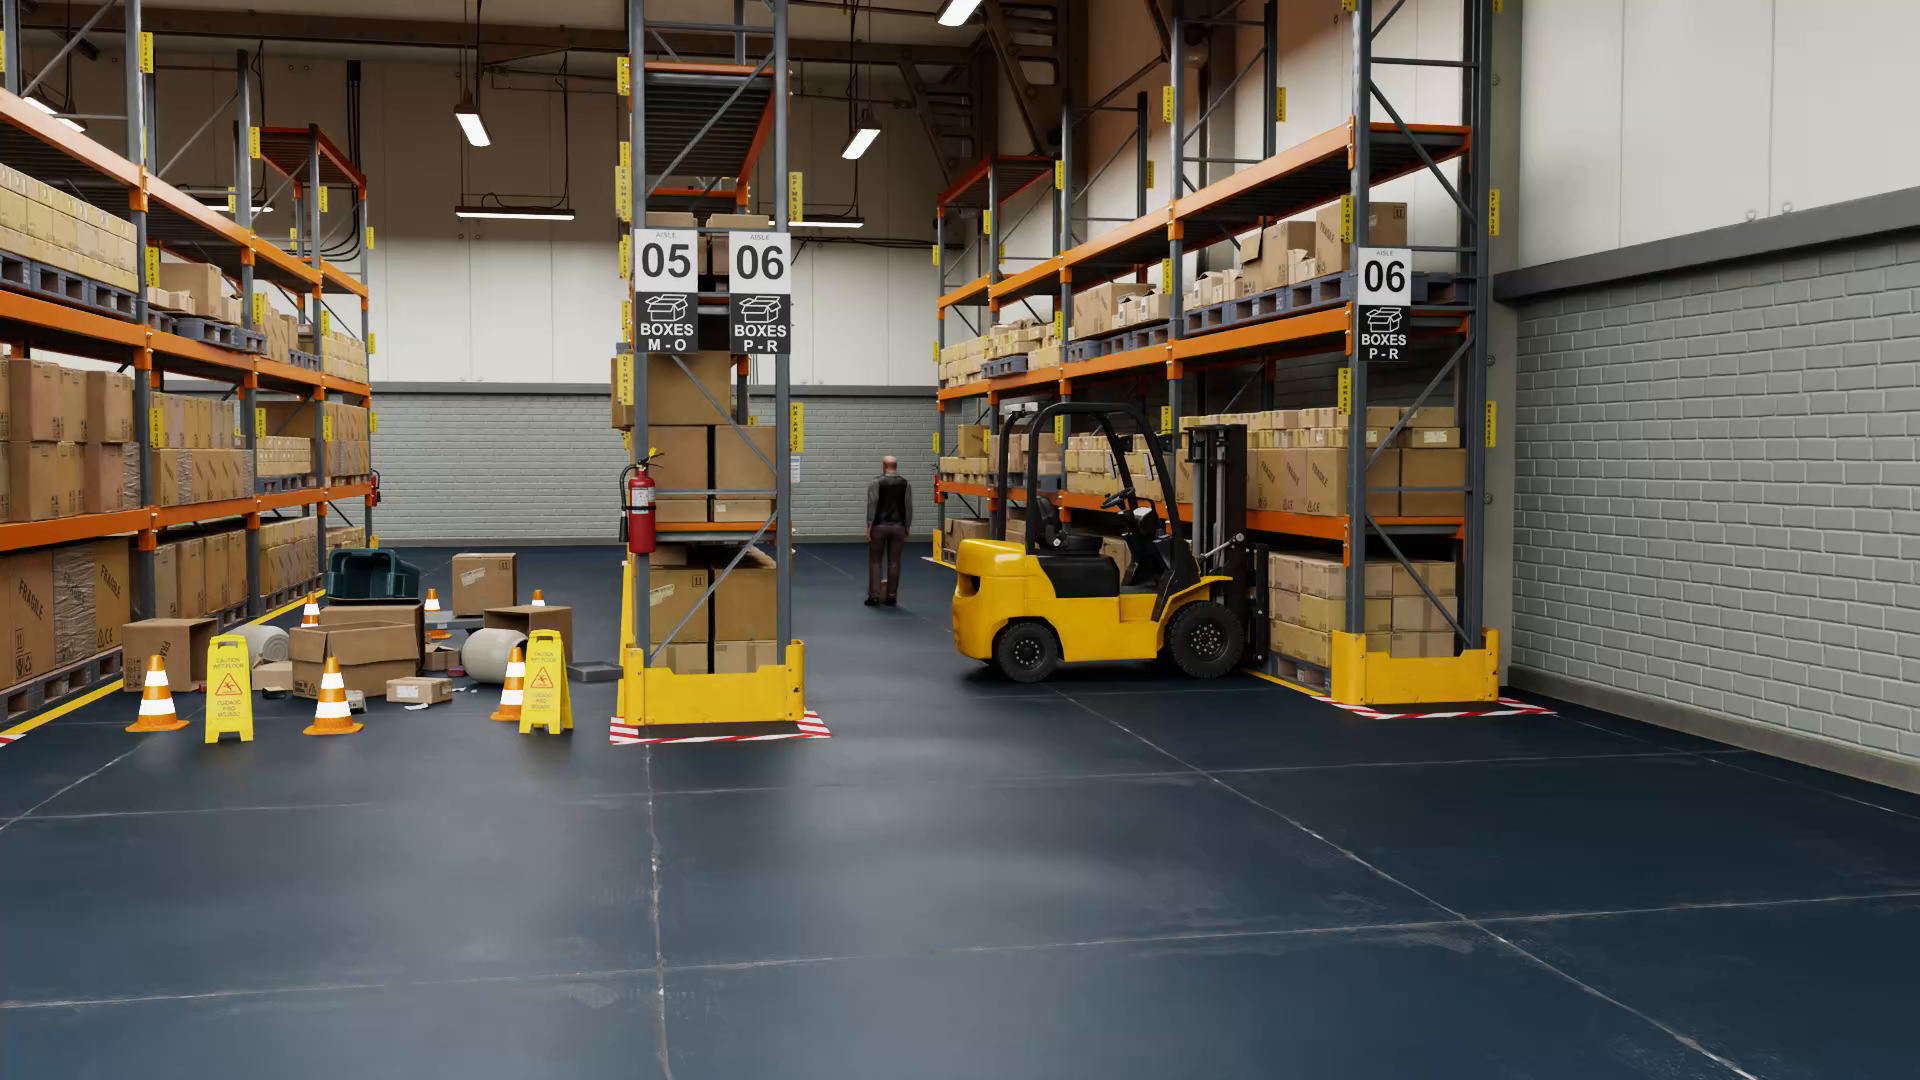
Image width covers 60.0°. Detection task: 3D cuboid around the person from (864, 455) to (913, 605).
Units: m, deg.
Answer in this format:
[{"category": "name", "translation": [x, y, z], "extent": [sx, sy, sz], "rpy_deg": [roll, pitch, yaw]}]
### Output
[{"category": "person", "translation": [-0.837, -0.106, 19.295], "extent": [0.557, 1.752, 0.446], "rpy_deg": [-1, 3, -18]}]
